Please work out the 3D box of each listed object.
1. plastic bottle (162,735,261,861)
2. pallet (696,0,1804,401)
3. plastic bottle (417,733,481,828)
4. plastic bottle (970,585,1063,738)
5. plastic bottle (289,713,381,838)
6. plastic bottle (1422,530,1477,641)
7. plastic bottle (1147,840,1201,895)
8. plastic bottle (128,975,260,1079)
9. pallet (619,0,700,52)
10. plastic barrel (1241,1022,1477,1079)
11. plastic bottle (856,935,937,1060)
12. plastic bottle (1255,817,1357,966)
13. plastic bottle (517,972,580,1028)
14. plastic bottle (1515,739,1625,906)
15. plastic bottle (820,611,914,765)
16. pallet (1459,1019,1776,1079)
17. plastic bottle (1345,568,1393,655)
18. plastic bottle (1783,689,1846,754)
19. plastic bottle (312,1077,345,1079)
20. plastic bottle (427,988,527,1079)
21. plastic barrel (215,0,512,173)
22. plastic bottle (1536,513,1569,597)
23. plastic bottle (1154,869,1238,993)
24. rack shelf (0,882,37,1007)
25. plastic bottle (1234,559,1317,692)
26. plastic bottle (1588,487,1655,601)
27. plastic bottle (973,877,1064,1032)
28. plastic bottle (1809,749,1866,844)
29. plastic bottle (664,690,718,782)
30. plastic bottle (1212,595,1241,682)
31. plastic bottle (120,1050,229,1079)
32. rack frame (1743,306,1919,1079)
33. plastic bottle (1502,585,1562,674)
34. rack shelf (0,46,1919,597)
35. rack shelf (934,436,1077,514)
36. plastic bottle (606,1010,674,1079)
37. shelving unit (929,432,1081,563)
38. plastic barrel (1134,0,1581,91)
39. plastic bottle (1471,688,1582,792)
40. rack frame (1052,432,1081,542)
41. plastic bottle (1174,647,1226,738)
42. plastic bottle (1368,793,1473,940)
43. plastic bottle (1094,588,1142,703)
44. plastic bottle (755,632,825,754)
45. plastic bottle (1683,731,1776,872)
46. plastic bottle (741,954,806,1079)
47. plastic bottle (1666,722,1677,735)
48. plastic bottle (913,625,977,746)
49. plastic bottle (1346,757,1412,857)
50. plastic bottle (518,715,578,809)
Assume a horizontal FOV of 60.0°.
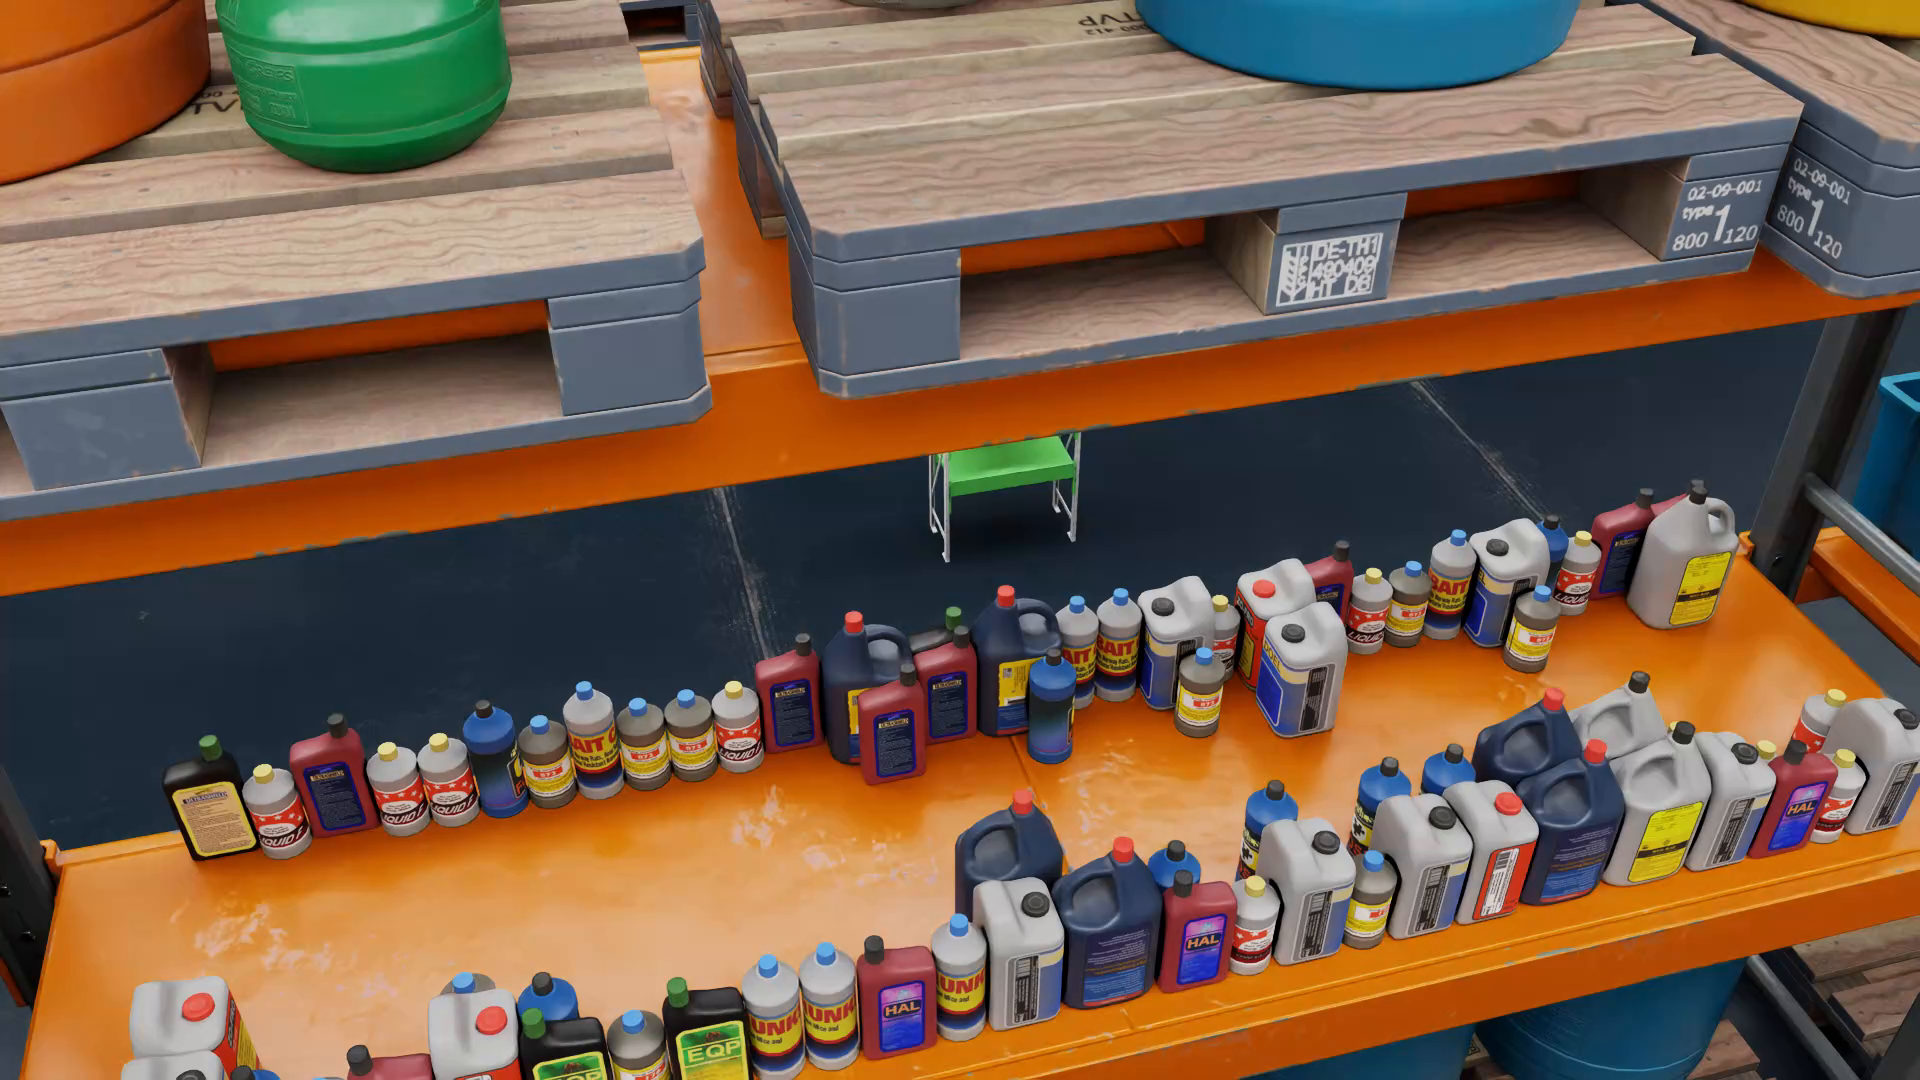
[{"bbox_3d":[-1.458,0.498,3.226,0.133,0.283,0.061,-9,38,-12],"label":"plastic bottle"},{"bbox_3d":[0.298,-0.621,2.280,1.213,0.211,1.003,-9,38,-12],"label":"pallet"},{"bbox_3d":[-1.026,0.471,3.329,0.097,0.201,0.097,0,37,0],"label":"plastic bottle"},{"bbox_3d":[0.117,0.239,3.509,0.185,0.351,0.144,-9,38,-12],"label":"plastic bottle"},{"bbox_3d":[-1.236,0.462,3.274,0.133,0.283,0.061,-9,38,-12],"label":"plastic bottle"},{"bbox_3d":[1.105,0.094,3.764,0.097,0.271,0.097,0,37,0],"label":"plastic bottle"},{"bbox_3d":[0.385,0.651,3.036,0.097,0.271,0.097,0,37,0],"label":"plastic bottle"},{"bbox_3d":[-1.275,0.847,2.776,0.135,0.276,0.152,-9,38,-12],"label":"plastic bottle"},{"bbox_3d":[-1.149,-2.374,7.043,1.213,0.211,1.003,-9,38,-12],"label":"pallet"},{"bbox_3d":[0.911,0.988,3.872,0.708,0.901,0.600,-9,38,-12],"label":"plastic barrel"},{"bbox_3d":[-0.108,0.777,2.861,0.133,0.283,0.061,-9,38,-12],"label":"plastic bottle"},{"bbox_3d":[0.634,0.630,3.060,0.135,0.276,0.152,-9,38,-12],"label":"plastic bottle"},{"bbox_3d":[-0.686,0.827,2.806,0.097,0.271,0.097,0,37,0],"label":"plastic bottle"},{"bbox_3d":[1.143,0.519,3.143,0.185,0.351,0.144,-9,38,-12],"label":"plastic bottle"},{"bbox_3d":[-0.191,0.290,3.443,0.185,0.351,0.144,-9,38,-12],"label":"plastic bottle"},{"bbox_3d":[1.368,1.338,4.327,1.213,0.211,1.003,-9,38,-12],"label":"pallet"},{"bbox_3d":[0.917,0.152,3.745,0.097,0.201,0.097,0,37,0],"label":"plastic bottle"},{"bbox_3d":[1.777,0.393,3.431,0.097,0.201,0.097,0,37,0],"label":"plastic bottle"},{"bbox_3d":[-1.023,0.948,2.705,0.097,0.201,0.097,0,37,0],"label":"plastic bottle"},{"bbox_3d":[-0.789,0.863,2.755,0.135,0.276,0.152,-9,38,-12],"label":"plastic bottle"},{"bbox_3d":[-0.655,-0.563,1.831,0.294,0.245,0.294,0,37,0],"label":"plastic barrel"},{"bbox_3d":[1.329,0.057,3.813,0.097,0.271,0.097,0,37,0],"label":"plastic bottle"},{"bbox_3d":[0.423,0.690,2.975,0.133,0.283,0.061,-9,38,-12],"label":"plastic bottle"},{"bbox_3d":[-3.669,1.369,2.584,4.000,0.370,1.077,-9,38,-12],"label":"rack shelf"},{"bbox_3d":[0.684,0.178,3.650,0.135,0.276,0.152,-9,38,-12],"label":"plastic bottle"},{"bbox_3d":[1.530,0.008,3.867,0.133,0.283,0.061,-9,38,-12],"label":"plastic bottle"},{"bbox_3d":[0.103,0.717,2.946,0.135,0.276,0.152,-9,38,-12],"label":"plastic bottle"},{"bbox_3d":[1.723,0.498,3.294,0.097,0.201,0.097,0,37,0],"label":"plastic bottle"},{"bbox_3d":[-0.556,0.394,3.429,0.097,0.201,0.097,0,37,0],"label":"plastic bottle"},{"bbox_3d":[0.565,0.210,3.670,0.097,0.201,0.097,0,37,0],"label":"plastic bottle"},{"bbox_3d":[-1.236,0.937,2.659,0.135,0.276,0.152,-9,38,-12],"label":"plastic bottle"},{"bbox_3d":[2.124,0.133,3.608,0.127,3.000,1.000,-9,38,-12],"label":"rack frame"},{"bbox_3d":[1.275,0.189,3.697,0.097,0.201,0.097,0,37,0],"label":"plastic bottle"},{"bbox_3d":[0.193,-0.456,2.501,4.000,0.370,1.077,-9,38,-12],"label":"rack shelf"},{"bbox_3d":[0.160,-0.261,6.104,0.480,0.148,0.258,-9,38,-12],"label":"rack shelf"},{"bbox_3d":[-0.541,0.869,2.808,0.097,0.201,0.097,0,37,0],"label":"plastic bottle"},{"bbox_3d":[0.160,-0.503,5.920,0.503,1.200,0.258,-9,38,-12],"label":"shelving unit"},{"bbox_3d":[0.516,-1.065,1.946,0.708,0.901,0.600,-9,38,-12],"label":"plastic barrel"},{"bbox_3d":[1.106,0.434,3.254,0.185,0.351,0.144,-9,38,-12],"label":"plastic bottle"},{"bbox_3d":[0.395,-0.541,5.970,0.015,1.200,0.240,-9,38,-12],"label":"rack frame"},{"bbox_3d":[0.510,0.315,3.533,0.097,0.201,0.097,0,37,0],"label":"plastic bottle"},{"bbox_3d":[0.858,0.593,3.108,0.135,0.276,0.152,-9,38,-12],"label":"plastic bottle"},{"bbox_3d":[0.341,0.219,3.600,0.097,0.271,0.097,0,37,0],"label":"plastic bottle"},{"bbox_3d":[-0.355,0.317,3.463,0.133,0.283,0.061,-9,38,-12],"label":"plastic bottle"},{"bbox_3d":[1.475,0.492,3.240,0.135,0.276,0.152,-9,38,-12],"label":"plastic bottle"},{"bbox_3d":[-0.318,0.805,2.835,0.097,0.271,0.097,0,37,0],"label":"plastic bottle"},{"bbox_3d":[1.425,0.451,3.355,0.097,0.201,0.097,0,37,0],"label":"plastic bottle"},{"bbox_3d":[-0.032,0.302,3.482,0.133,0.283,0.061,-9,38,-12],"label":"plastic bottle"},{"bbox_3d":[0.808,0.525,3.201,0.097,0.271,0.097,0,37,0],"label":"plastic bottle"},{"bbox_3d":[-0.838,0.440,3.369,0.097,0.201,0.097,0,37,0],"label":"plastic bottle"}]
